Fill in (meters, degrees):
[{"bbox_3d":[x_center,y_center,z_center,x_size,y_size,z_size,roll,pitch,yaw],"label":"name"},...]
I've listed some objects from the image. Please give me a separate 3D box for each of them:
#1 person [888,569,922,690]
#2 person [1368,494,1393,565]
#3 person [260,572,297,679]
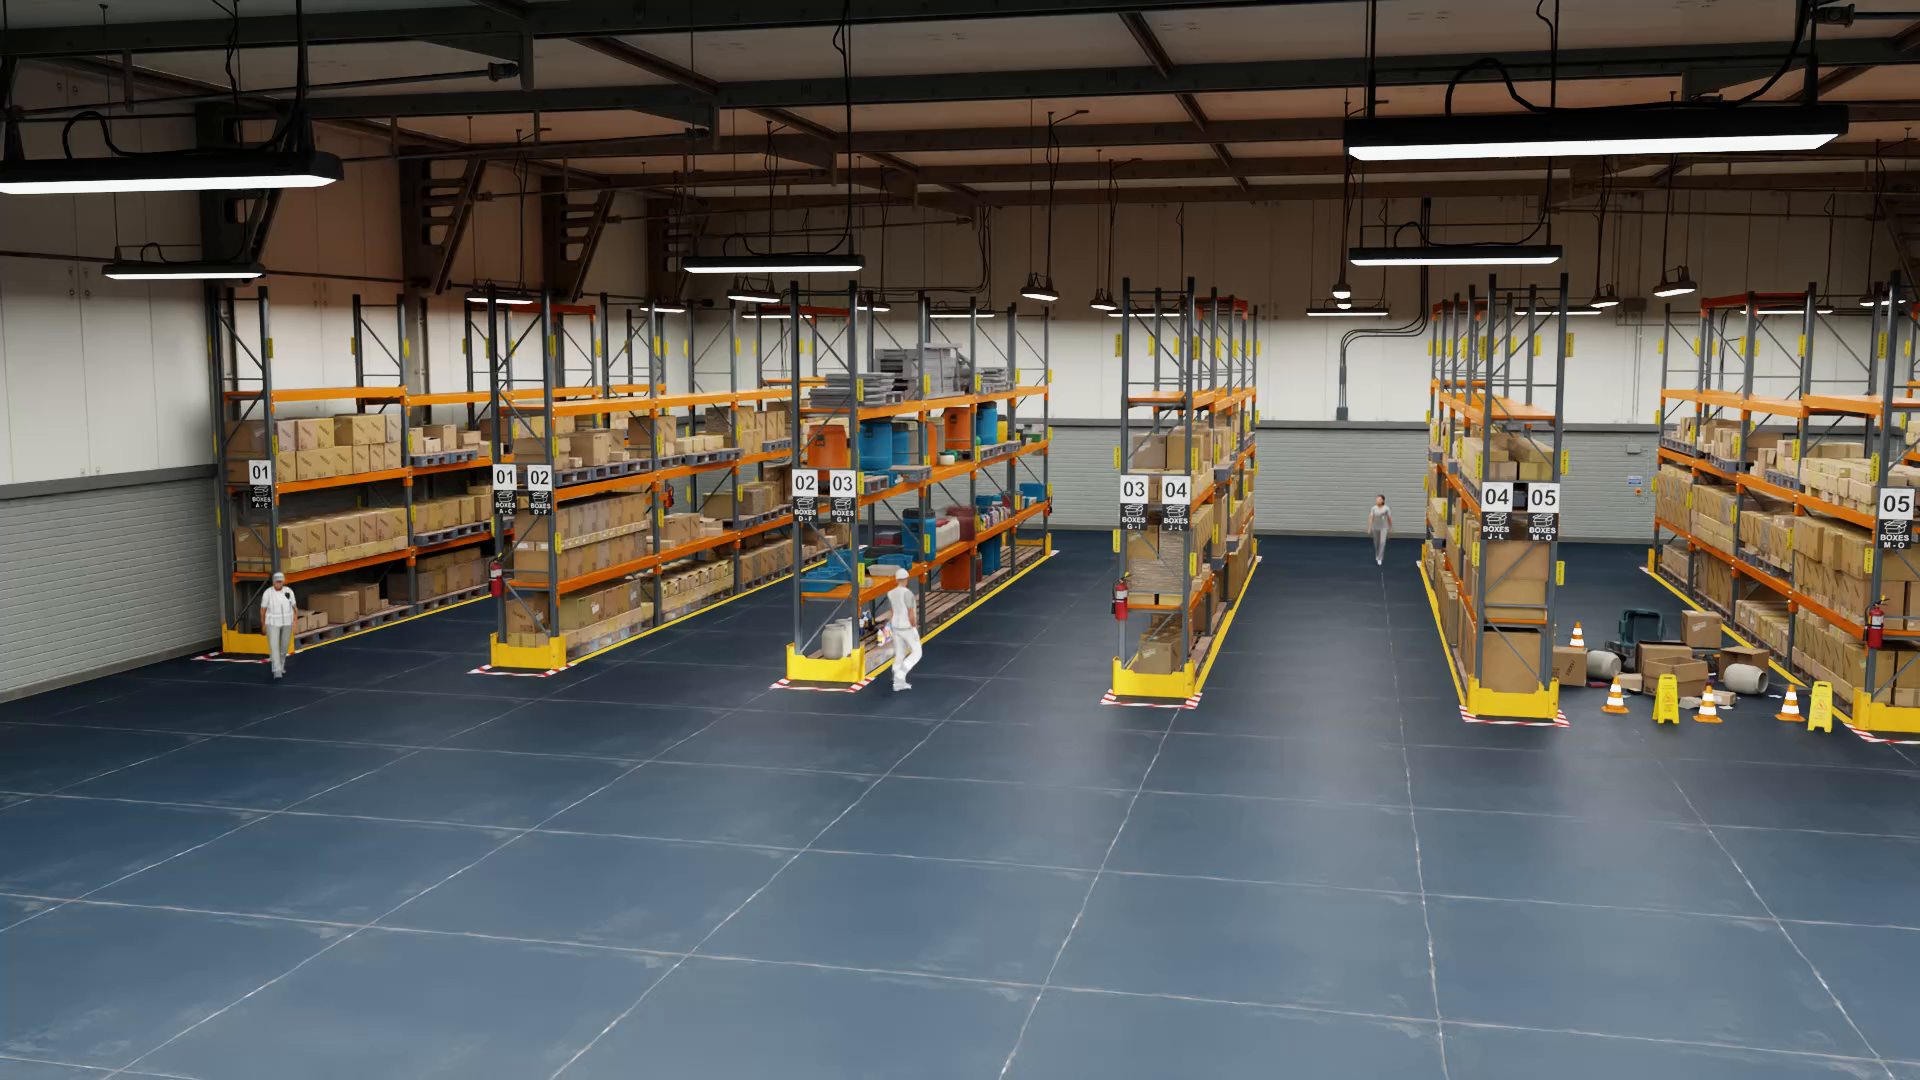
[{"bbox_3d":[-0.869,1.316,24.417,0.479,1.770,0.688,-4,8,-34],"label":"person"},{"bbox_3d":[9.769,-0.258,38.657,0.511,1.605,1.072,3,7,25],"label":"person"},{"bbox_3d":[-10.318,1.286,25.239,0.534,1.604,1.009,-6,9,-40],"label":"person"}]
